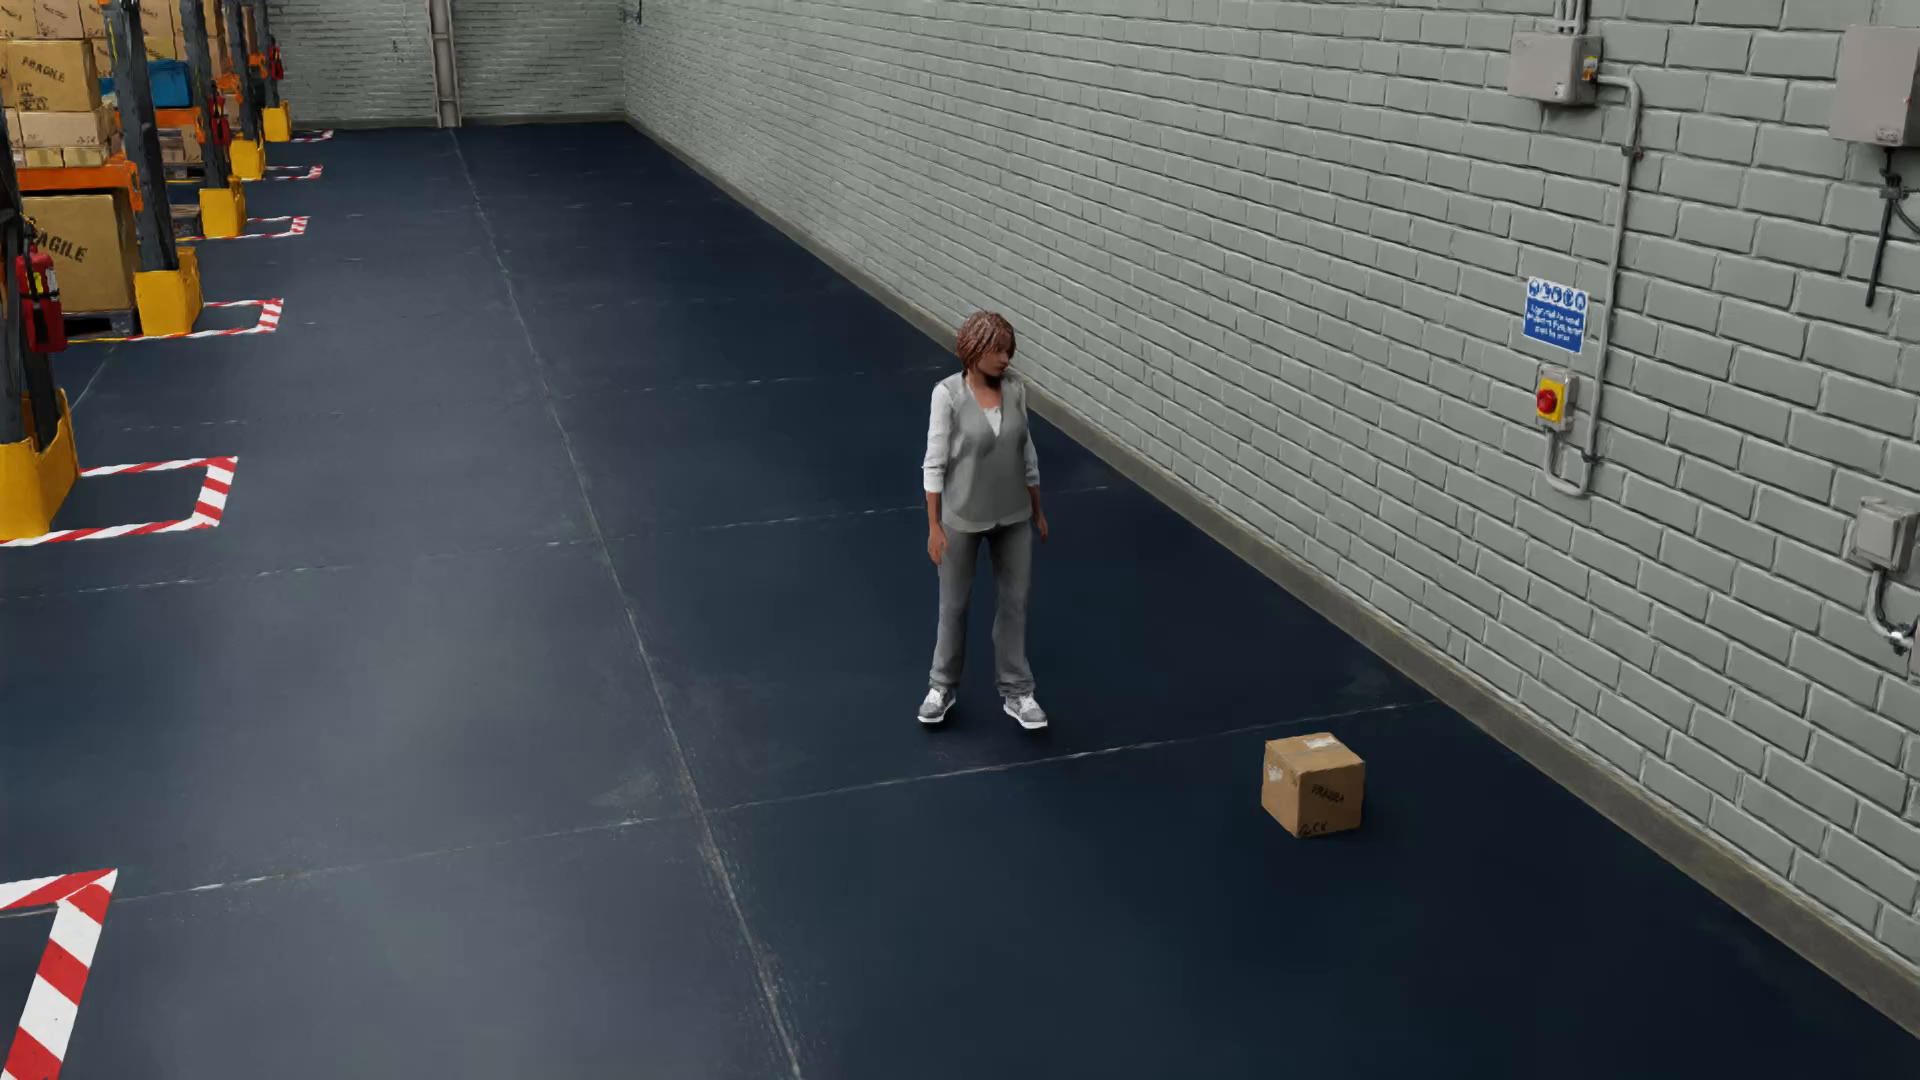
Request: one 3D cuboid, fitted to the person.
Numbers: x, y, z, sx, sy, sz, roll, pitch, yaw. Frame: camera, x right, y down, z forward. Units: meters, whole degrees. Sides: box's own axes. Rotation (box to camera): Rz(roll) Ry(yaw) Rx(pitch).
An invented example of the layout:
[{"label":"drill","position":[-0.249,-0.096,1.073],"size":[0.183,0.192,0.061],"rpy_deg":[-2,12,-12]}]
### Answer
[{"label":"person","position":[0.099,-0.057,6.177],"size":[0.519,1.593,0.447],"rpy_deg":[-7,21,-18]}]
